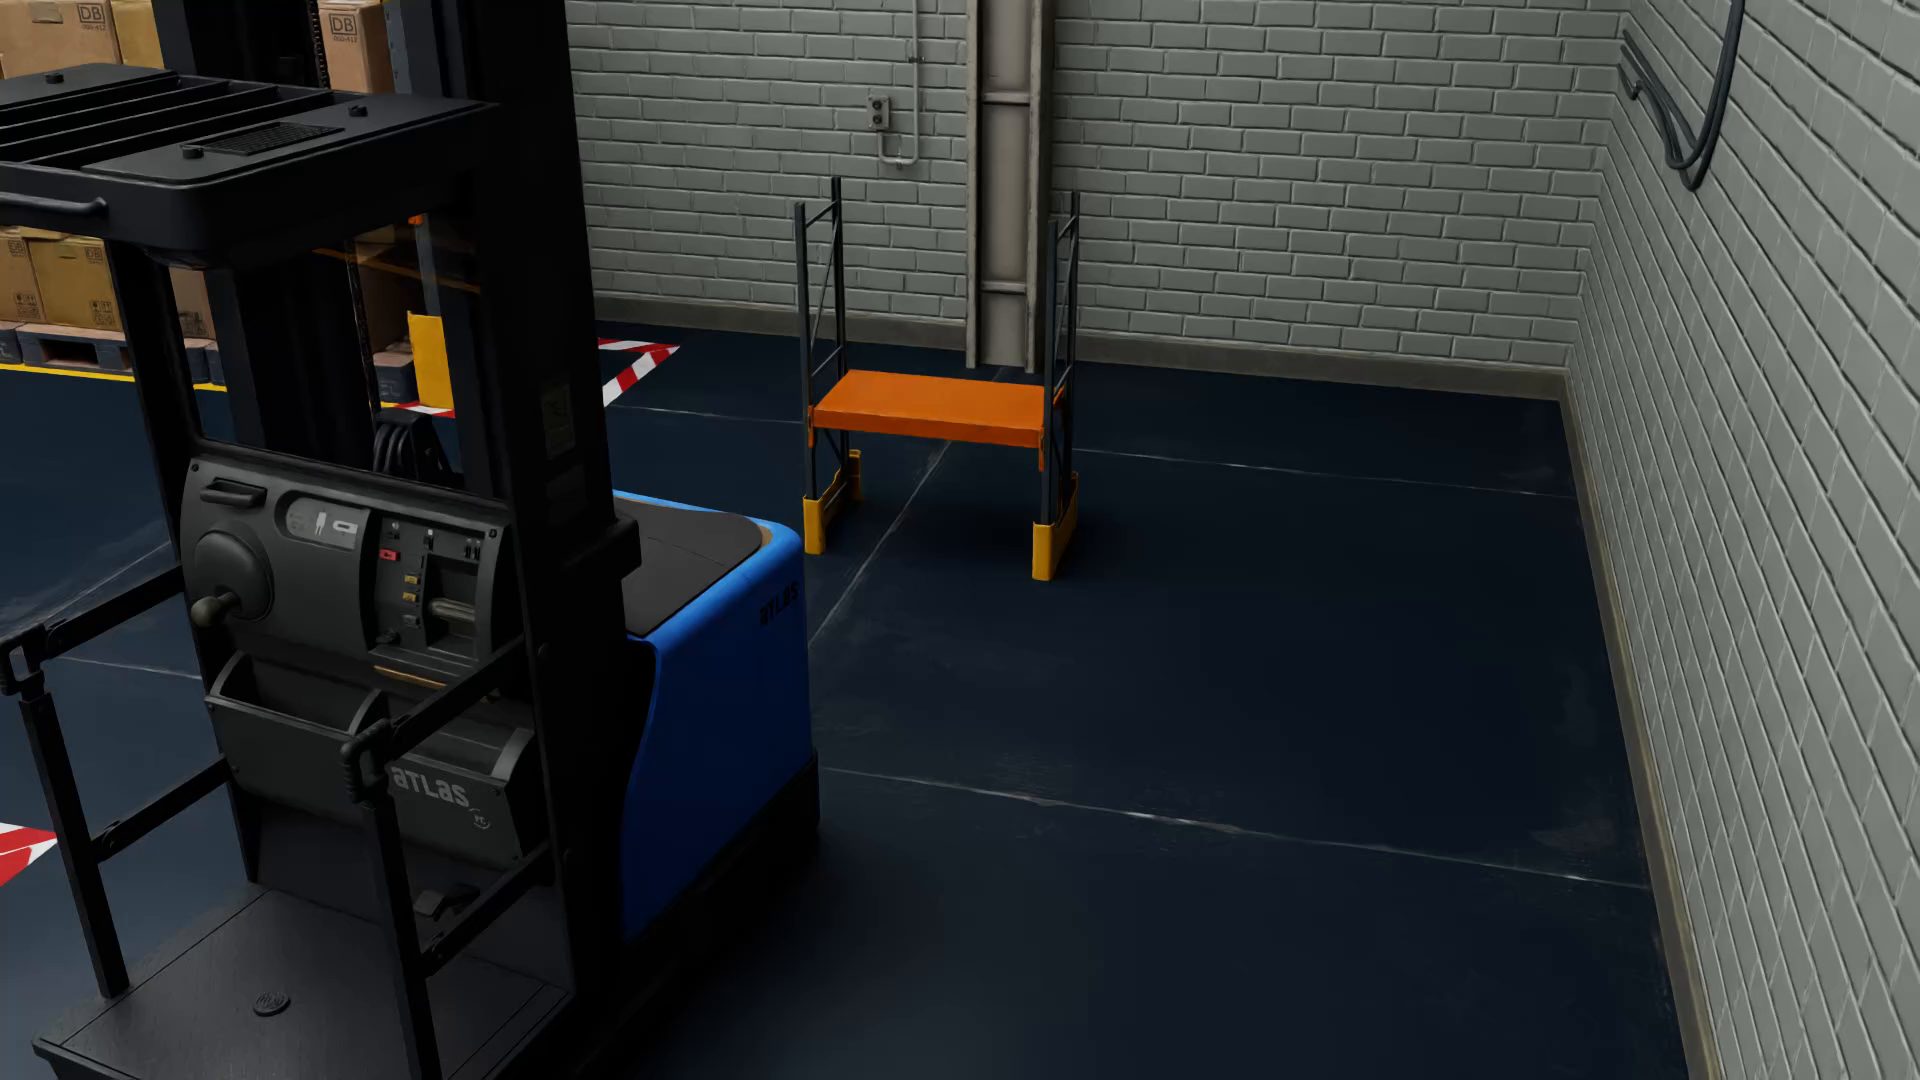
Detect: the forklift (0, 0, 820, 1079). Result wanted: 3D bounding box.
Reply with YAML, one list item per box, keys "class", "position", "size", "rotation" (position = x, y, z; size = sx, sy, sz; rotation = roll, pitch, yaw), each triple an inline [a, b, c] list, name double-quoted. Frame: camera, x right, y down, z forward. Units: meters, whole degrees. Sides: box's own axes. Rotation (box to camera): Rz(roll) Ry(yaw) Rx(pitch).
- class: "forklift"
  position: [-1.515, 0.095, 3.641]
  size: [1.130, 2.935, 3.031]
  rotation: [11, 28, 22]

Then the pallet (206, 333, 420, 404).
- class: "pallet"
  position: [-3.363, -1.082, 9.277]
  size: [1.213, 0.211, 1.003]
  rotation: [6, 26, 13]

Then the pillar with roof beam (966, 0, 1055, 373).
- class: "pillar with roof beam"
  position: [-0.811, -3.275, 3.661]
  size: [0.400, 9.000, 9.100]
  rotation: [6, 26, 13]

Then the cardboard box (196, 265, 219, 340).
- class: "cardboard box"
  position: [-3.756, -1.436, 9.195]
  size: [0.500, 0.500, 0.700]
  rotation: [6, 26, 13]

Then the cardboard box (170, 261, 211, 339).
- class: "cardboard box"
  position: [-4.244, -1.489, 9.308]
  size: [0.500, 0.500, 0.700]
  rotation: [5, 26, 11]

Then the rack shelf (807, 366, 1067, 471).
- class: "rack shelf"
  position: [-0.083, -0.524, 7.024]
  size: [1.000, 0.185, 0.538]
  rotation: [6, 26, 13]

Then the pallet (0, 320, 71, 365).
- class: "pallet"
  position: [-5.726, -1.343, 9.825]
  size: [1.213, 0.211, 1.003]
  rotation: [6, 26, 13]

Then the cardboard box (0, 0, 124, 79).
- class: "cardboard box"
  position: [-4.509, -2.632, 8.941]
  size: [0.700, 0.700, 0.980]
  rotation: [5, 26, 10]

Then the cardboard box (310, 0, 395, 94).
- class: "cardboard box"
  position: [-3.065, -2.474, 8.607]
  size: [0.700, 0.700, 0.980]
  rotation: [8, 26, 15]

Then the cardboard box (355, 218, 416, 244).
- class: "cardboard box"
  position: [-3.101, -1.745, 9.090]
  size: [0.250, 0.149, 0.380]
  rotation: [6, 26, 13]

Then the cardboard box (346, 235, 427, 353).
- class: "cardboard box"
  position: [-3.272, -1.382, 9.083]
  size: [0.500, 0.500, 0.700]
  rotation: [6, 26, 13]

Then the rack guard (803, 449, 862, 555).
- class: "rack guard"
  position: [-0.556, -0.174, 7.325]
  size: [0.087, 0.250, 0.587]
  rotation: [6, 26, 13]

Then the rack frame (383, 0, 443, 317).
- class: "rack frame"
  position: [-2.569, -2.288, 8.566]
  size: [0.127, 3.000, 1.000]
  rotation: [6, 26, 13]

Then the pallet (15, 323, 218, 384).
- class: "pallet"
  position: [-4.541, -1.213, 9.553]
  size: [1.213, 0.211, 1.003]
  rotation: [6, 26, 13]

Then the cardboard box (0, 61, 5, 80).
- class: "cardboard box"
  position: [-5.216, -2.706, 9.096]
  size: [0.700, 0.700, 0.980]
  rotation: [6, 26, 12]

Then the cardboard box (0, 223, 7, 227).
- class: "cardboard box"
  position: [-5.458, -1.835, 9.279]
  size: [0.250, 0.149, 0.380]
  rotation: [7, 26, 15]

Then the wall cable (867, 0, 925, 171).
- class: "wall cable"
  position: [-1.093, -3.003, 8.887]
  size: [1.851, 1.984, 0.084]
  rotation: [6, 26, 13]

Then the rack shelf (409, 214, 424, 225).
- class: "rack shelf"
  position: [-4.506, -2.177, 9.170]
  size: [4.000, 0.370, 1.077]
  rotation: [6, 26, 13]

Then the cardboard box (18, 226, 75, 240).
- class: "cardboard box"
  position: [-4.952, -1.779, 9.161]
  size: [0.250, 0.149, 0.380]
  rotation: [6, 26, 12]

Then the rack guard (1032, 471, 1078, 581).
- class: "rack guard"
  position: [0.408, -0.068, 7.101]
  size: [0.087, 0.250, 0.587]
  rotation: [6, 26, 13]

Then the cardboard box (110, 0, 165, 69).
- class: "cardboard box"
  position: [-3.773, -2.547, 8.761]
  size: [0.700, 0.700, 0.980]
  rotation: [6, 26, 13]

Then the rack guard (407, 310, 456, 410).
- class: "rack guard"
  position: [-2.546, -1.157, 9.098]
  size: [0.348, 0.500, 1.175]
  rotation: [6, 26, 13]

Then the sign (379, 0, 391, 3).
- class: "sign"
  position: [-2.717, -2.693, 7.795]
  size: [0.005, 0.325, 0.100]
  rotation: [6, 26, 13]

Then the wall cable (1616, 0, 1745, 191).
- class: "wall cable"
  position: [2.820, -2.840, 6.359]
  size: [0.112, 2.526, 3.097]
  rotation: [6, 26, 13]

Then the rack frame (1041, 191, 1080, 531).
- class: "rack frame"
  position: [0.410, -0.632, 6.832]
  size: [0.032, 1.500, 0.500]
  rotation: [6, 26, 13]

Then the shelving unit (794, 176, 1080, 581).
- class: "shelving unit"
  position: [-0.074, -0.685, 6.945]
  size: [1.083, 1.500, 0.587]
  rotation: [6, 26, 13]

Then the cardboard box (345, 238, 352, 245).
- class: "cardboard box"
  position: [-3.441, -1.613, 8.813]
  size: [0.250, 0.149, 0.380]
  rotation: [6, 26, 12]

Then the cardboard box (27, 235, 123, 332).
- class: "cardboard box"
  position: [-4.762, -1.543, 9.421]
  size: [0.500, 0.500, 0.700]
  rotation: [7, 26, 14]

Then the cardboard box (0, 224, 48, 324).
- class: "cardboard box"
  position: [-5.258, -1.599, 9.539]
  size: [0.500, 0.500, 0.700]
  rotation: [6, 26, 12]

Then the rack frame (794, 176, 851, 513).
- class: "rack frame"
  position: [-0.575, -0.741, 7.061]
  size: [0.032, 1.500, 0.500]
  rotation: [6, 26, 13]
